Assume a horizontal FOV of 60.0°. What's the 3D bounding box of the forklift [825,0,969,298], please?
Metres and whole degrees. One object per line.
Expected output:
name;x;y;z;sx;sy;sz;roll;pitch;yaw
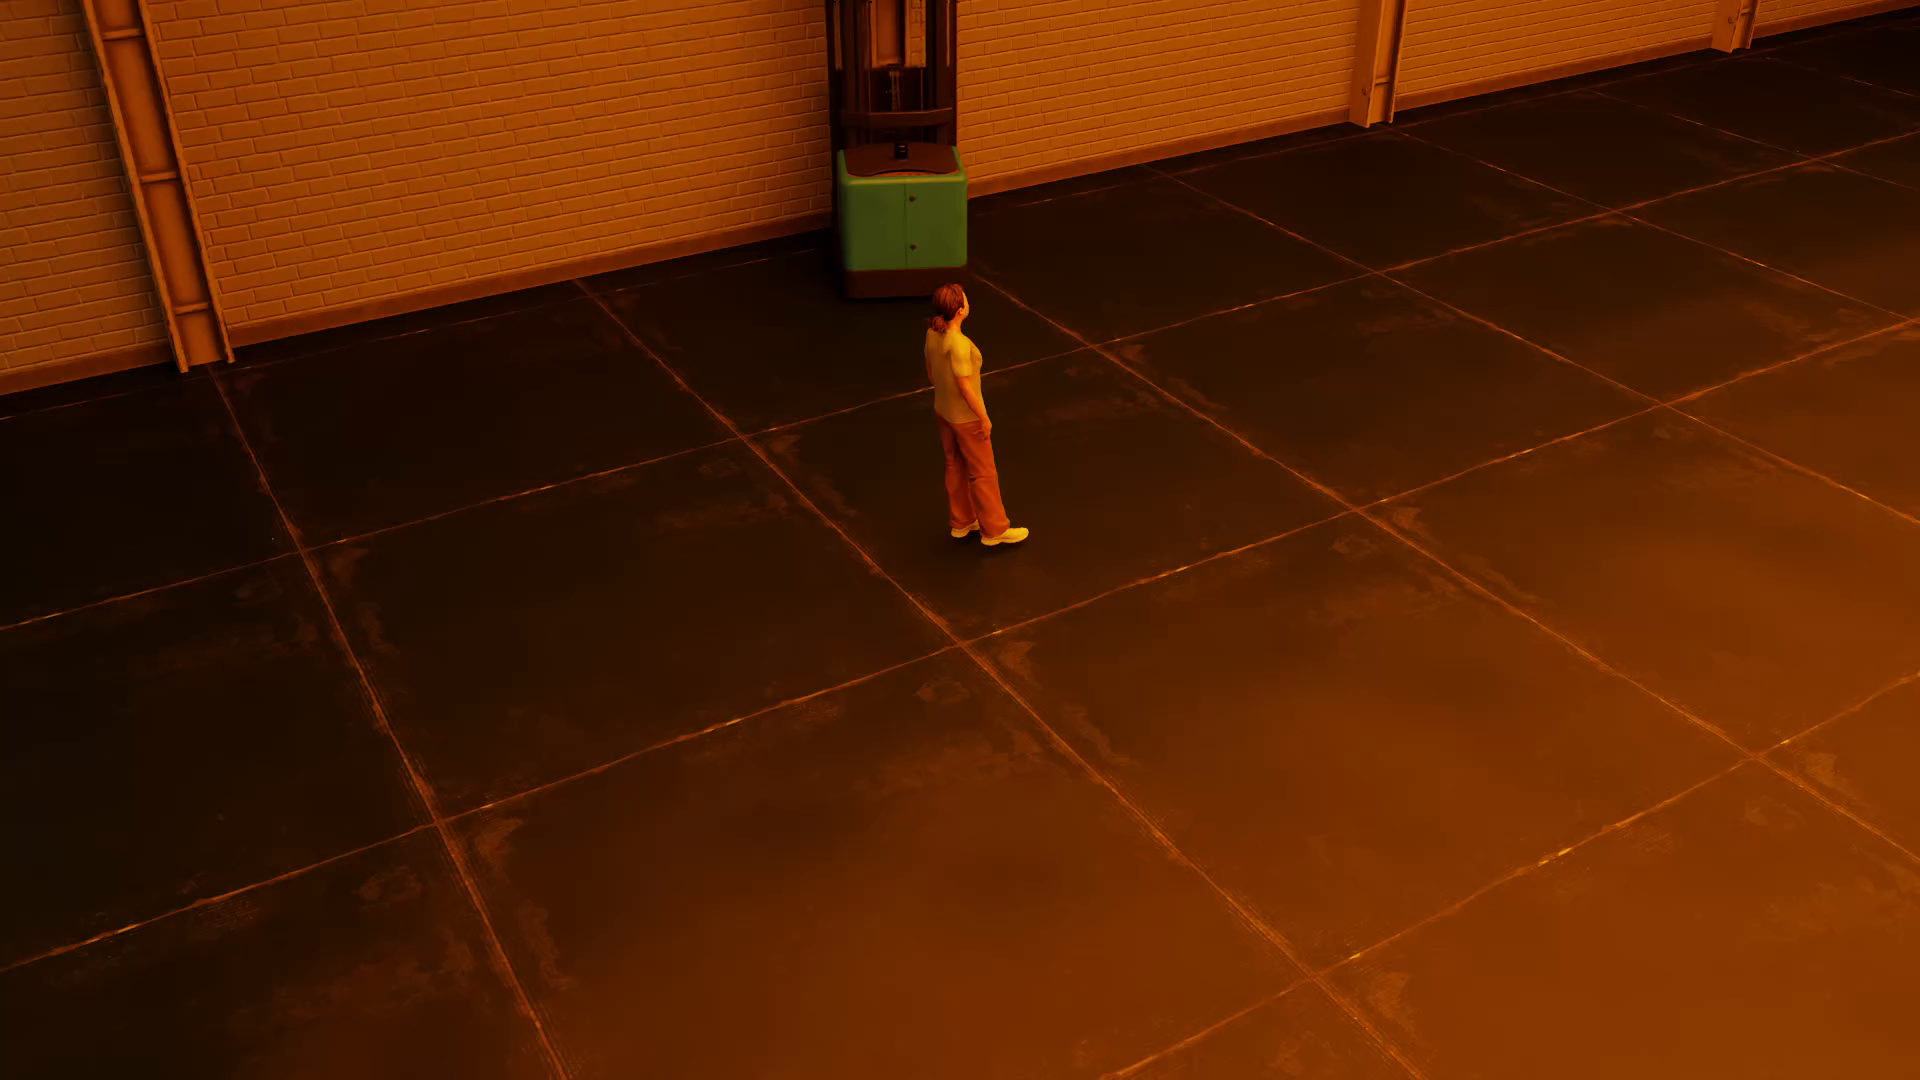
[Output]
forklift;-0.597;-3.978;14.291;1.130;2.935;3.031;-3;31;-5

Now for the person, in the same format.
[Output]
person;0.069;-0.769;10.072;0.548;1.663;0.552;-17;35;-26
